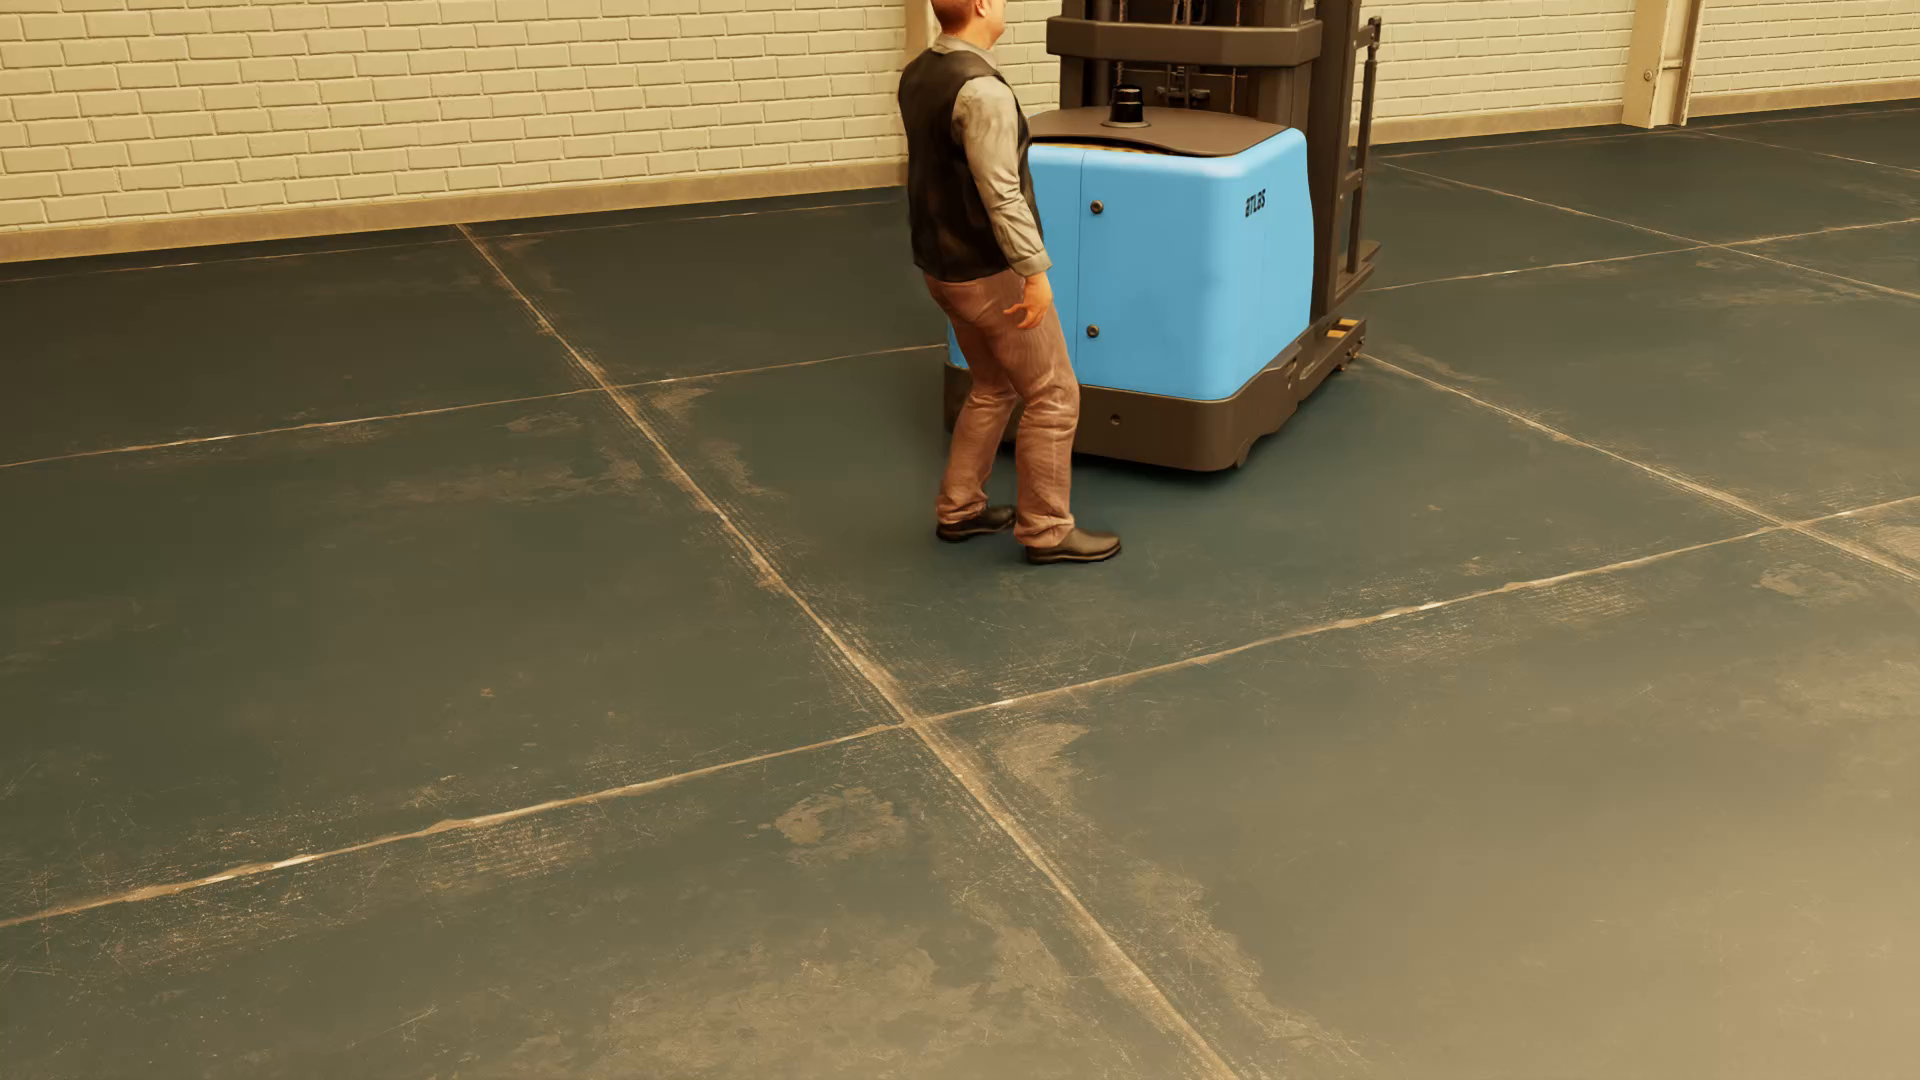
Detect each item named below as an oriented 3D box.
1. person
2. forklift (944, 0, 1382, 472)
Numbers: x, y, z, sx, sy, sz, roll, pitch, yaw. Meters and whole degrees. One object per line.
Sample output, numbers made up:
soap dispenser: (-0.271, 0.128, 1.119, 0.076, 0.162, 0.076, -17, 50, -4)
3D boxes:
person: (0.134, -0.793, 4.824, 0.561, 1.709, 0.662, -8, 24, -19)
forklift: (1.044, -2.107, 6.359, 1.130, 2.935, 3.031, 11, 25, 24)
